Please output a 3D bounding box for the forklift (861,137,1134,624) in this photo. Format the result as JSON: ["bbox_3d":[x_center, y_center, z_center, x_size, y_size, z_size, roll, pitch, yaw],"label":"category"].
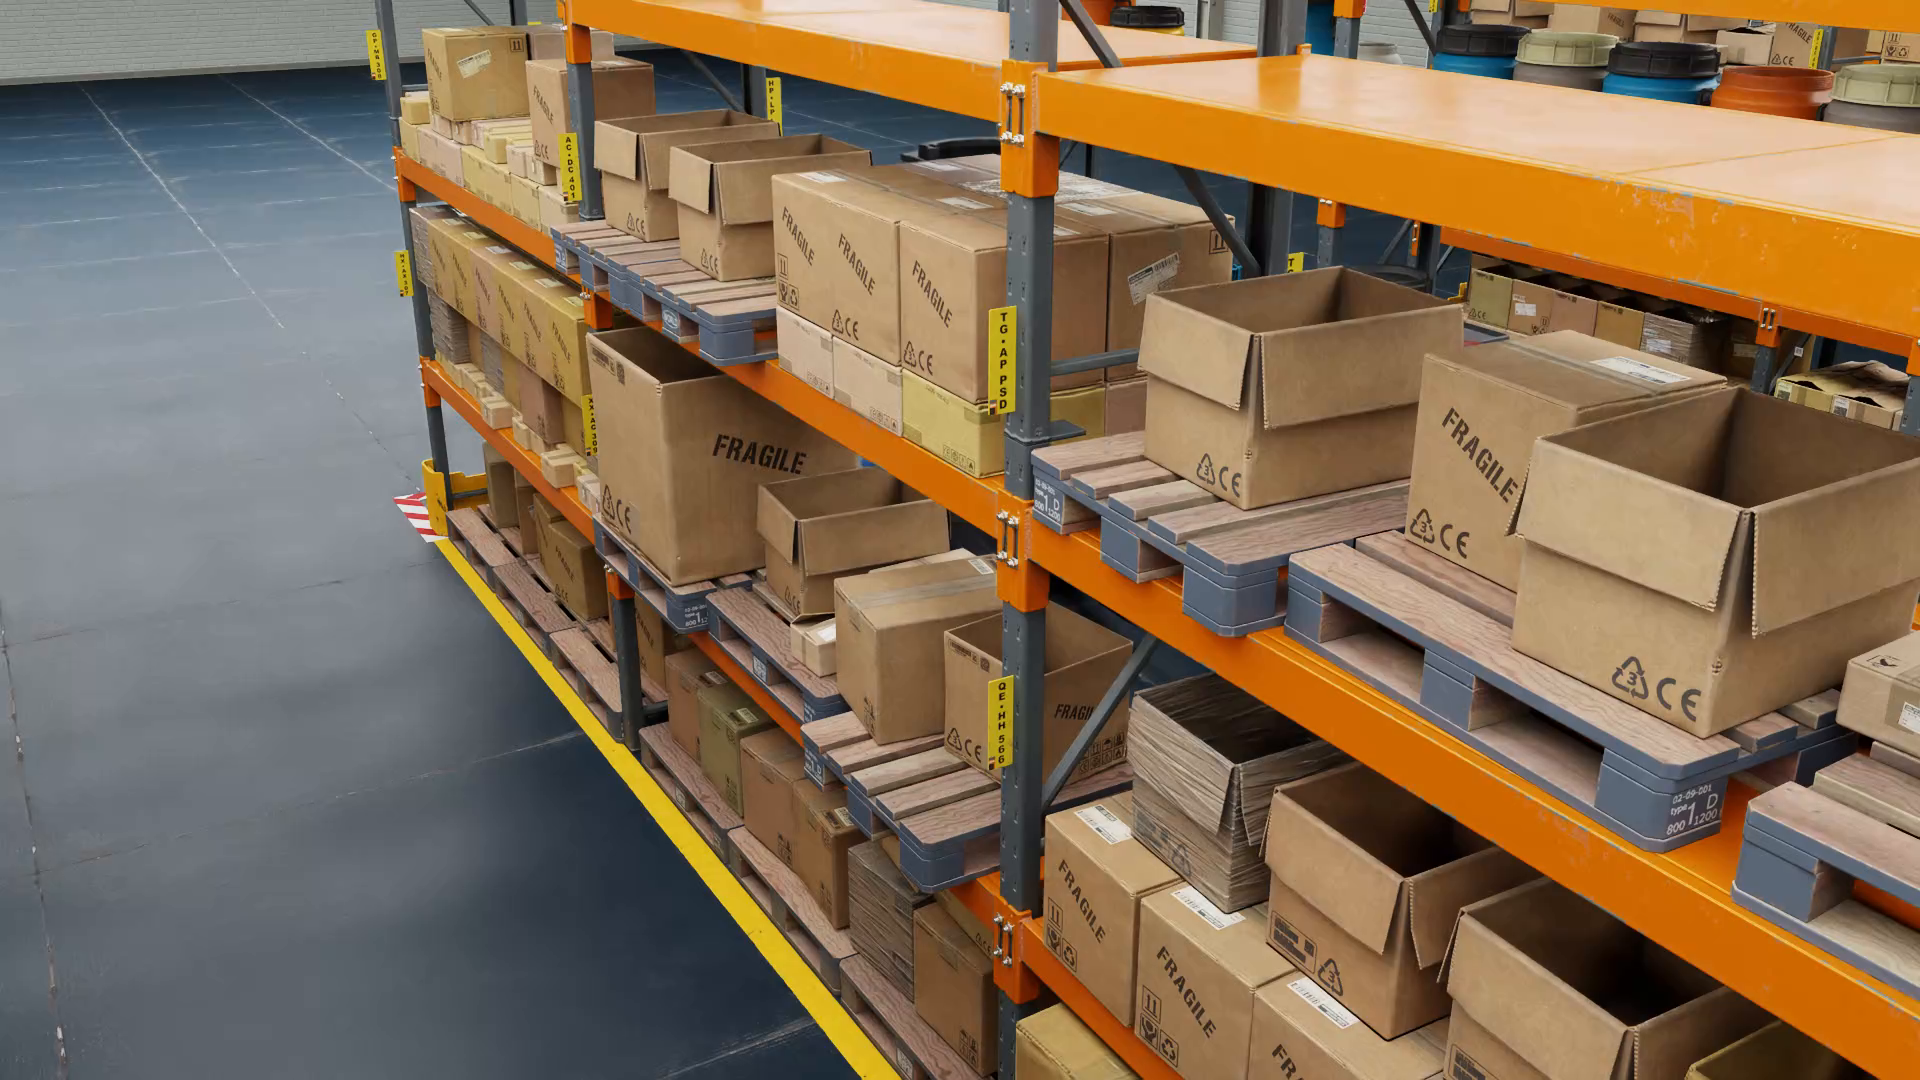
[{"bbox_3d":[0.266,-1.115,11.162,1.130,2.935,3.031,-9,24,-21],"label":"forklift"}]

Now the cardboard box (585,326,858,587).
[{"bbox_3d":[-1.161,-0.493,8.186,1.000,1.000,1.000,-12,25,-28],"label":"cardboard box"}]

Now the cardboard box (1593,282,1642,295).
[{"bbox_3d":[6.336,-2.172,15.771,0.500,0.500,0.500,-13,25,-28],"label":"cardboard box"}]

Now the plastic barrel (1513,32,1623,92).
[{"bbox_3d":[3.592,-2.545,9.939,0.600,0.901,0.600,0,22,0],"label":"plastic barrel"}]

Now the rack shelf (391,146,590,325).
[{"bbox_3d":[-2.468,-2.008,10.241,1.077,0.370,4.000,-13,25,-28],"label":"rack shelf"}]

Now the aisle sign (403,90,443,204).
[{"bbox_3d":[-3.779,-2.766,11.681,0.394,0.787,0.004,-13,25,-28],"label":"aisle sign"}]

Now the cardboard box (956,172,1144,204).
[{"bbox_3d":[0.322,-1.044,6.116,0.500,0.500,0.500,-12,25,-28],"label":"cardboard box"}]

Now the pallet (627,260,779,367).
[{"bbox_3d":[-0.690,-1.052,7.181,1.213,0.211,1.003,-13,25,-28],"label":"pallet"}]

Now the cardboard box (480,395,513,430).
[{"bbox_3d":[-2.866,-0.841,10.730,0.380,0.149,0.250,-13,25,-28],"label":"cardboard box"}]

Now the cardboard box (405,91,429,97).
[{"bbox_3d":[-3.547,-2.971,11.323,0.380,0.149,0.250,-13,25,-29],"label":"cardboard box"}]

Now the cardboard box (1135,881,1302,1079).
[{"bbox_3d":[0.877,1.320,4.947,0.500,0.500,0.500,-13,26,-30],"label":"cardboard box"}]

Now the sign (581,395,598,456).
[{"bbox_3d":[-1.909,-0.599,8.651,0.100,0.325,0.005,-13,25,-28],"label":"sign"}]

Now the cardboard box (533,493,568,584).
[{"bbox_3d":[-2.546,-0.037,11.182,0.500,0.500,0.500,-10,24,-23],"label":"cardboard box"}]

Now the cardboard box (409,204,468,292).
[{"bbox_3d":[-3.443,-2.016,11.433,0.500,0.500,0.500,-13,25,-28],"label":"cardboard box"}]

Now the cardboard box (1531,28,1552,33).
[{"bbox_3d":[5.478,-4.622,15.304,0.380,0.149,0.250,-13,25,-28],"label":"cardboard box"}]

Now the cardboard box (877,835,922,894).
[{"bbox_3d":[-0.051,1.216,7.075,0.500,0.250,0.500,-10,24,-22],"label":"cardboard box"}]

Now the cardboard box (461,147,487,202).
[{"bbox_3d":[-2.677,-2.219,10.004,0.500,0.250,0.500,-12,25,-27],"label":"cardboard box"}]

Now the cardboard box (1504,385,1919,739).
[{"bbox_3d":[1.659,0.015,3.611,0.797,0.503,0.637,-13,25,-29],"label":"cardboard box"}]

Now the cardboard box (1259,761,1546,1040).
[{"bbox_3d":[1.287,0.930,4.574,0.797,0.503,0.637,-12,25,-27],"label":"cardboard box"}]

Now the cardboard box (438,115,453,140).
[{"bbox_3d":[-3.065,-2.629,10.481,0.380,0.149,0.250,-13,25,-28],"label":"cardboard box"}]

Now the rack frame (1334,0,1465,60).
[{"bbox_3d":[2.812,-4.036,10.291,1.000,3.000,0.127,-13,25,-28],"label":"rack frame"}]

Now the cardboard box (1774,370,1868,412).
[{"bbox_3d":[7.069,-1.208,13.648,0.500,0.311,0.500,-13,25,-28],"label":"cardboard box"}]

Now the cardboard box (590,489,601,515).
[{"bbox_3d":[-1.809,-0.201,9.157,0.380,0.149,0.250,-13,25,-28],"label":"cardboard box"}]

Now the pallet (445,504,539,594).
[{"bbox_3d":[-3.066,-0.013,12.064,1.003,0.211,1.213,-13,25,-28],"label":"pallet"}]

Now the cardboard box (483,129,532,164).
[{"bbox_3d":[-2.538,-2.285,9.635,0.380,0.149,0.250,-11,25,-26],"label":"cardboard box"}]

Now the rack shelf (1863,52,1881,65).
[{"bbox_3d":[10.307,-4.867,17.273,1.077,0.370,4.000,-13,25,-28],"label":"rack shelf"}]

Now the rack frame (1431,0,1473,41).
[{"bbox_3d":[5.029,-6.283,15.818,1.000,3.000,0.127,-13,25,-28],"label":"rack frame"}]

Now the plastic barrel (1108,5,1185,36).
[{"bbox_3d":[1.460,-3.879,13.080,0.600,0.588,0.600,0,22,0],"label":"plastic barrel"}]

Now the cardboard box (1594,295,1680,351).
[{"bbox_3d":[6.143,-1.910,15.126,0.500,0.500,0.500,-13,25,-28],"label":"cardboard box"}]

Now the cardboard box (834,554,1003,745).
[{"bbox_3d":[-0.084,0.421,6.602,0.700,0.500,0.500,-9,24,-20],"label":"cardboard box"}]

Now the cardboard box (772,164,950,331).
[{"bbox_3d":[-0.373,-1.111,6.280,0.500,0.500,0.500,-12,25,-27],"label":"cardboard box"}]

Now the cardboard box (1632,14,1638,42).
[{"bbox_3d":[6.128,-4.609,15.059,0.500,0.311,0.500,-9,24,-22],"label":"cardboard box"}]

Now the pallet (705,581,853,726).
[{"bbox_3d":[-0.449,0.446,7.485,1.003,0.211,1.213,-13,25,-28],"label":"pallet"}]

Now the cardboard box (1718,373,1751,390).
[{"bbox_3d":[6.647,-1.238,14.467,0.500,0.250,0.500,-13,25,-28],"label":"cardboard box"}]

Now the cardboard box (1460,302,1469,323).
[{"bbox_3d":[5.112,-2.208,16.854,0.500,0.250,0.500,-13,25,-28],"label":"cardboard box"}]

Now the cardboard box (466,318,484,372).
[{"bbox_3d":[-2.874,-1.461,11.396,0.875,0.500,0.500,-13,25,-28],"label":"cardboard box"}]

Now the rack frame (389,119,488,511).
[{"bbox_3d":[-3.489,-1.599,12.263,1.000,3.000,0.127,-13,25,-28],"label":"rack frame"}]

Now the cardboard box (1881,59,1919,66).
[{"bbox_3d":[7.379,-3.522,12.651,0.500,0.250,0.500,-10,24,-23],"label":"cardboard box"}]

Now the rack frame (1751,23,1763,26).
[{"bbox_3d":[9.286,-4.458,19.295,1.000,3.000,0.127,-13,25,-28],"label":"rack frame"}]

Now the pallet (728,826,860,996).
[{"bbox_3d":[-0.420,1.634,8.010,1.003,0.211,1.213,-13,25,-28],"label":"pallet"}]

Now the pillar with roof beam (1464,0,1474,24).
[{"bbox_3d":[3.621,-8.291,20.758,9.100,9.000,0.400,-13,25,-28],"label":"pillar with roof beam"}]

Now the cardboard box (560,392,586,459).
[{"bbox_3d":[-1.848,-0.815,9.805,0.875,0.500,0.500,-13,25,-28],"label":"cardboard box"}]

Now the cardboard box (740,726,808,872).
[{"bbox_3d":[-0.637,1.192,8.132,0.700,0.500,0.500,-15,27,-33],"label":"cardboard box"}]

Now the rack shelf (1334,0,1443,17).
[{"bbox_3d":[1.790,-4.165,12.095,1.077,0.370,4.000,-13,25,-28],"label":"rack shelf"}]

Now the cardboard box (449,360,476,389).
[{"bbox_3d":[-3.323,-1.177,11.556,0.380,0.149,0.250,-13,25,-28],"label":"cardboard box"}]

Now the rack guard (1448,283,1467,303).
[{"bbox_3d":[5.017,-2.353,17.438,1.175,0.500,0.348,-13,25,-28],"label":"rack guard"}]

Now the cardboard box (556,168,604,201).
[{"bbox_3d":[-1.861,-1.859,8.588,0.380,0.149,0.250,-12,25,-27],"label":"cardboard box"}]

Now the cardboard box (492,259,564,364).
[{"bbox_3d":[-2.424,-1.368,9.839,0.500,0.500,0.500,-13,25,-28],"label":"cardboard box"}]

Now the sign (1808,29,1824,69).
[{"bbox_3d":[6.596,-3.767,12.821,0.100,0.325,0.005,-13,25,-28],"label":"sign"}]

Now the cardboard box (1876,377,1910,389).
[{"bbox_3d":[7.797,-1.146,13.497,0.500,0.311,0.500,-12,25,-27],"label":"cardboard box"}]

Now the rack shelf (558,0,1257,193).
[{"bbox_3d":[-0.424,-1.918,6.566,1.077,0.370,4.000,-13,25,-28],"label":"rack shelf"}]

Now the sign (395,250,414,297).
[{"bbox_3d":[-3.956,-1.896,11.843,0.100,0.325,0.005,-13,25,-28],"label":"sign"}]

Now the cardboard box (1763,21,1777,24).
[{"bbox_3d":[9.241,-5.747,18.323,0.500,0.500,0.500,-12,25,-27],"label":"cardboard box"}]

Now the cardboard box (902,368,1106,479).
[{"bbox_3d":[0.143,-0.437,5.618,0.500,0.250,0.500,-13,25,-28],"label":"cardboard box"}]

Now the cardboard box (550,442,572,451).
[{"bbox_3d":[-2.242,-0.542,9.996,0.380,0.149,0.250,-13,25,-28],"label":"cardboard box"}]
